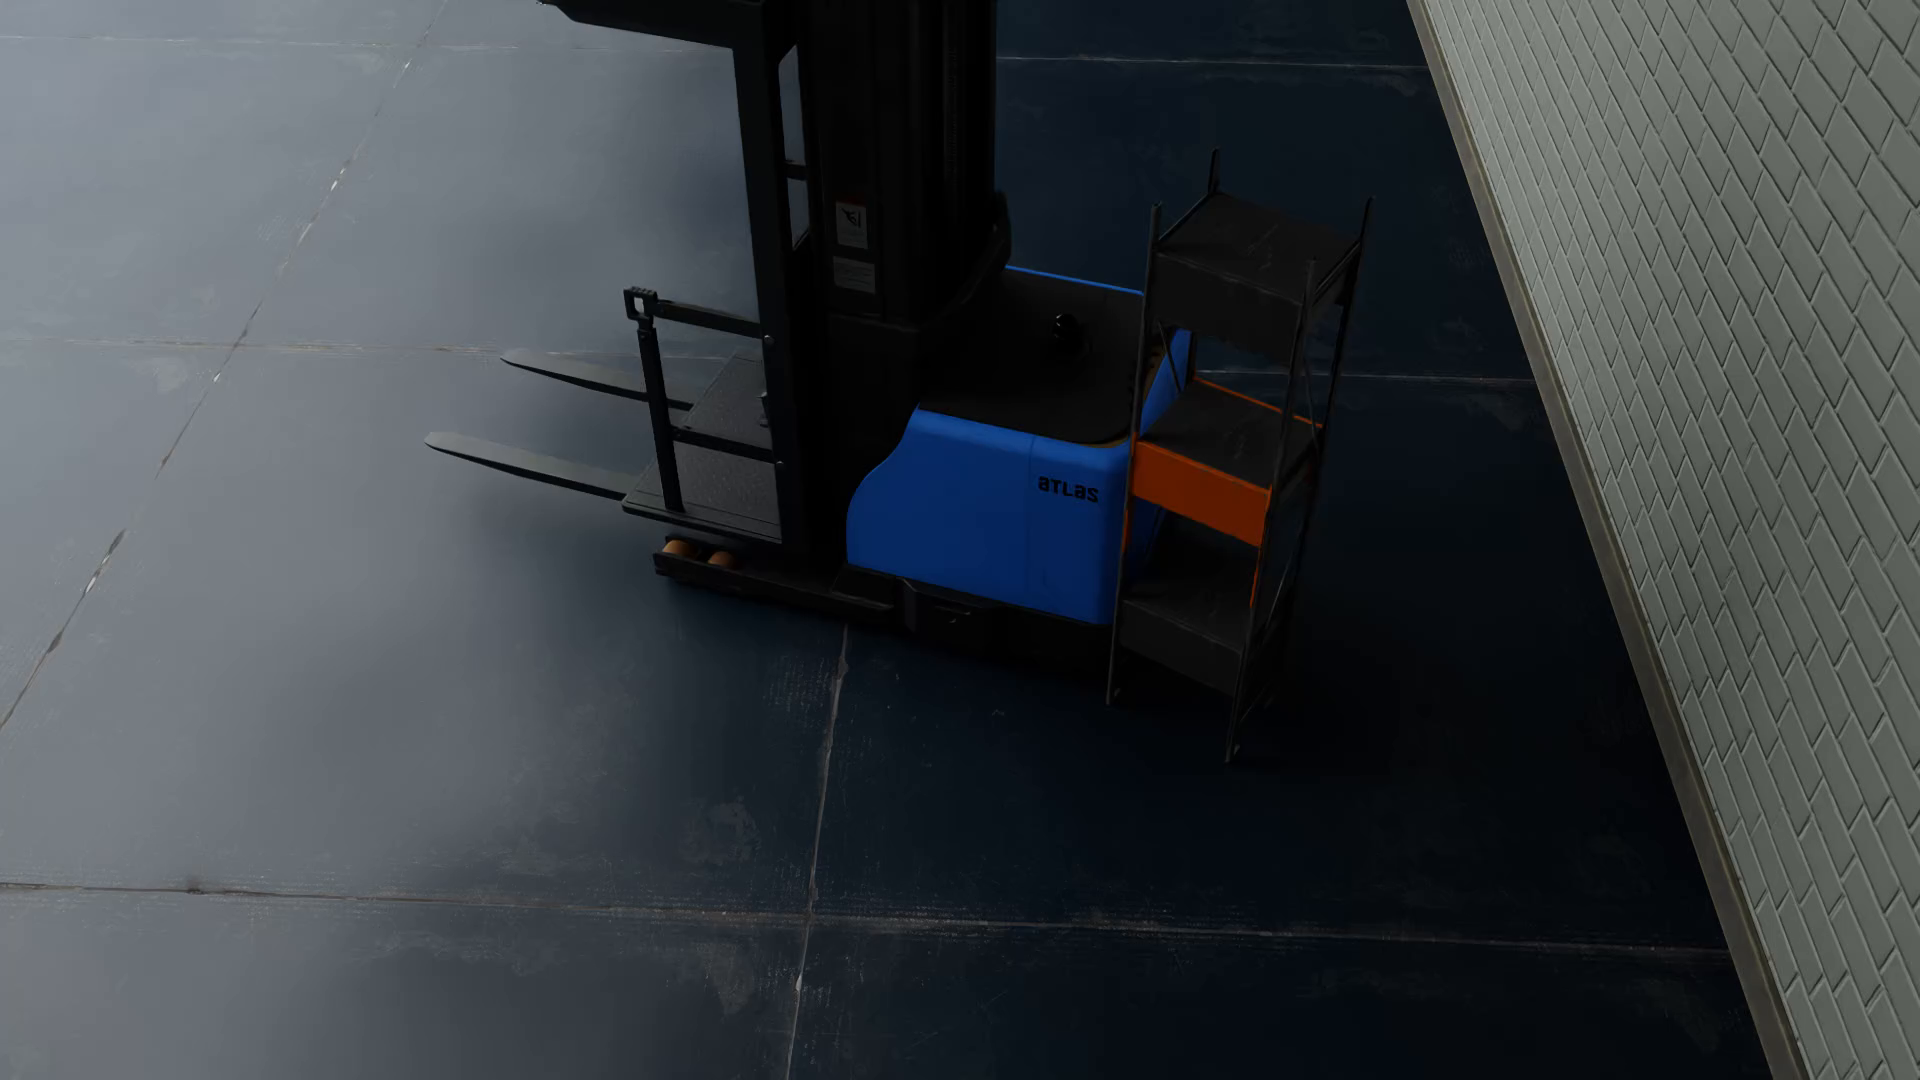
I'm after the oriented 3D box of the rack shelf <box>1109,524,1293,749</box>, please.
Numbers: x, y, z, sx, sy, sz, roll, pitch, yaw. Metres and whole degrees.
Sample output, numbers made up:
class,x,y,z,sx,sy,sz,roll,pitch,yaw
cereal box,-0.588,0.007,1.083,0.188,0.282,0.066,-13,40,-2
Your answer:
class,x,y,z,sx,sy,sz,roll,pitch,yaw
rack shelf,0.855,0.339,5.892,0.480,0.518,0.431,24,48,24

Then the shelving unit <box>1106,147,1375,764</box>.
class,x,y,z,sx,sy,sz,roll,pitch,yaw
shelving unit,0.856,-0.184,5.406,0.503,2.100,0.431,24,48,24

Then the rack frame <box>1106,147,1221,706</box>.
class,x,y,z,sx,sy,sz,roll,pitch,yaw
rack frame,0.653,-0.277,5.506,0.015,2.100,0.400,24,48,24

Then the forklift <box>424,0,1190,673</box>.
class,x,y,z,sx,sy,sz,roll,pitch,yaw
forklift,-0.677,-1.189,5.876,3.031,2.935,1.130,13,45,14

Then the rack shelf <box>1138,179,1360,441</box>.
class,x,y,z,sx,sy,sz,roll,pitch,yaw
rack shelf,0.858,-0.688,4.940,0.480,0.518,0.431,24,48,24

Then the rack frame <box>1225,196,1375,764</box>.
class,x,y,z,sx,sy,sz,roll,pitch,yaw
rack frame,1.060,-0.092,5.307,0.015,2.100,0.400,24,48,24

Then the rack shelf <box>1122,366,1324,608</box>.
class,x,y,z,sx,sy,sz,roll,pitch,yaw
rack shelf,0.856,-0.174,5.416,0.480,0.518,0.431,24,48,24
